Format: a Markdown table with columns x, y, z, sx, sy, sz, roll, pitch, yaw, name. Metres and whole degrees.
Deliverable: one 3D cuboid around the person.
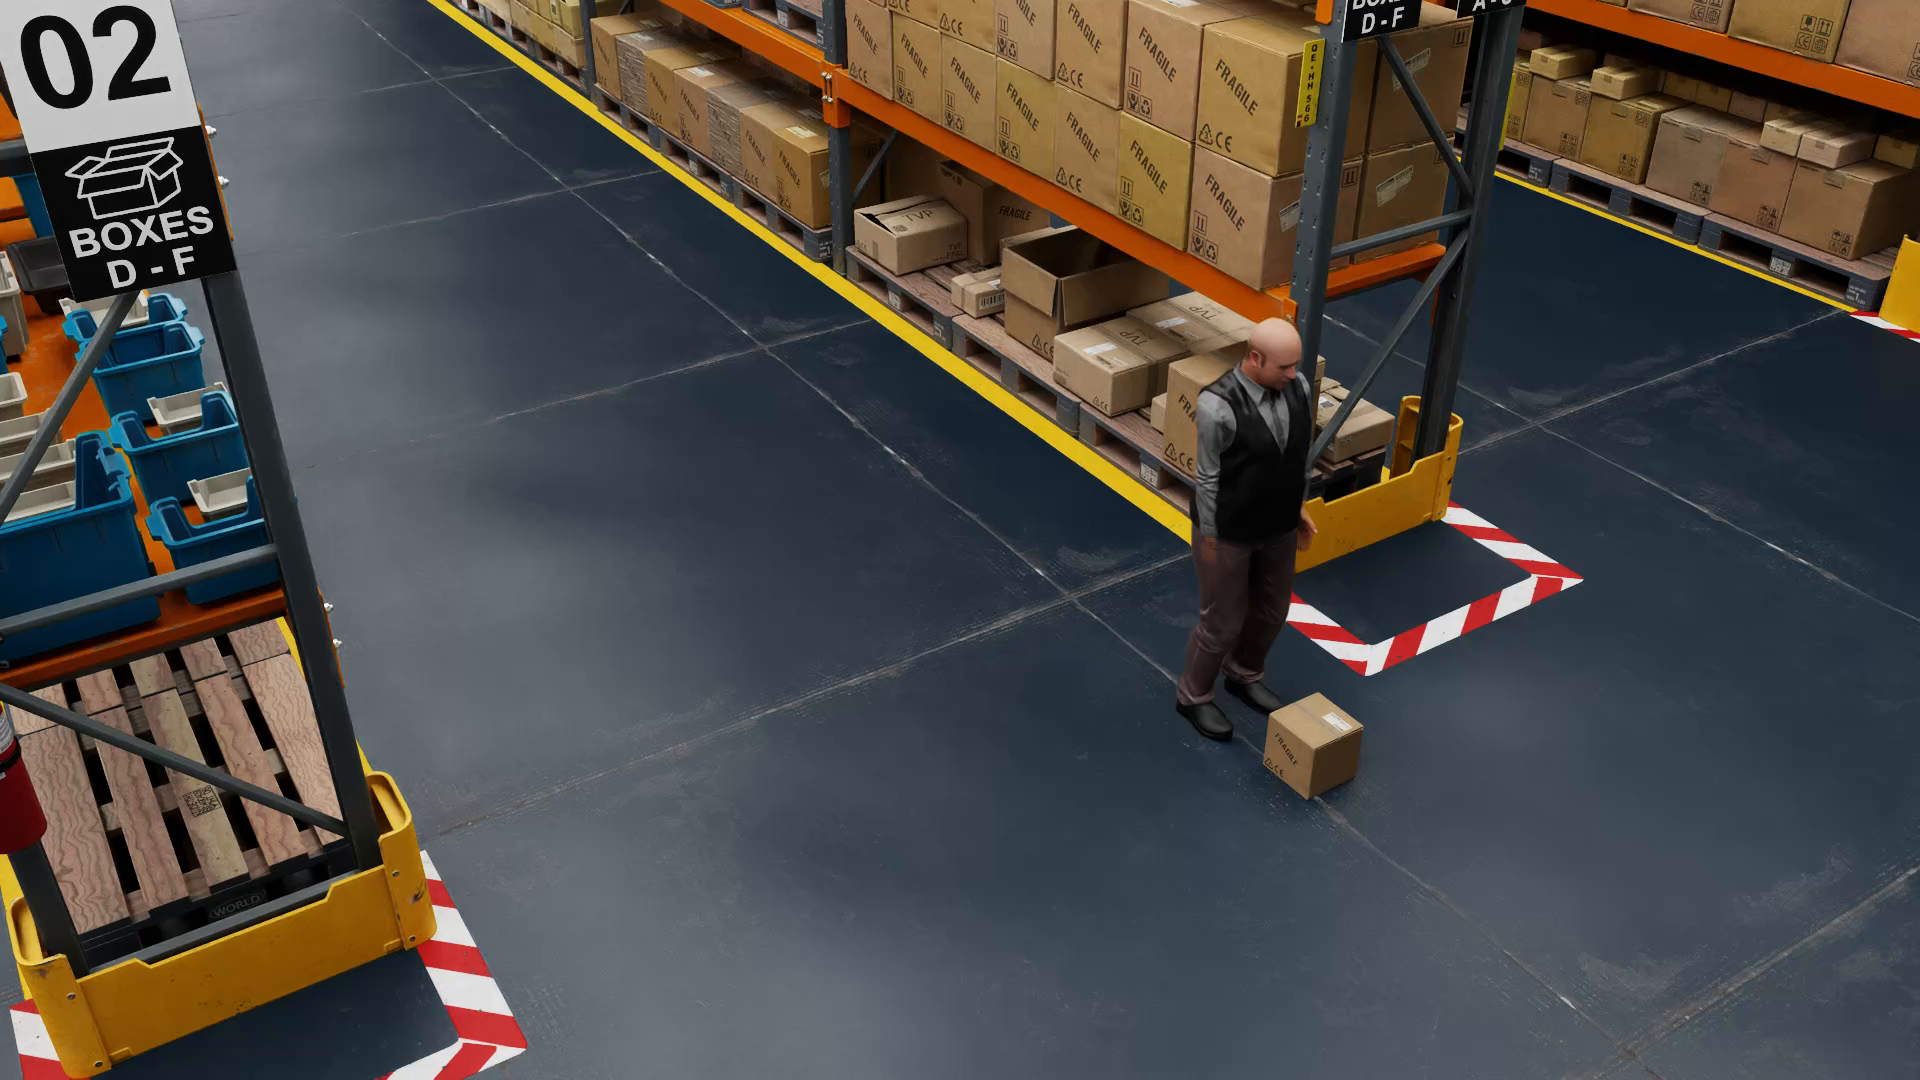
| x | y | z | sx | sy | sz | roll | pitch | yaw | name |
| --- | --- | --- | --- | --- | --- | --- | --- | --- | --- |
| 1.090 | -0.054 | 6.262 | 0.536 | 1.710 | 0.354 | -20 | 37 | -28 | person |
